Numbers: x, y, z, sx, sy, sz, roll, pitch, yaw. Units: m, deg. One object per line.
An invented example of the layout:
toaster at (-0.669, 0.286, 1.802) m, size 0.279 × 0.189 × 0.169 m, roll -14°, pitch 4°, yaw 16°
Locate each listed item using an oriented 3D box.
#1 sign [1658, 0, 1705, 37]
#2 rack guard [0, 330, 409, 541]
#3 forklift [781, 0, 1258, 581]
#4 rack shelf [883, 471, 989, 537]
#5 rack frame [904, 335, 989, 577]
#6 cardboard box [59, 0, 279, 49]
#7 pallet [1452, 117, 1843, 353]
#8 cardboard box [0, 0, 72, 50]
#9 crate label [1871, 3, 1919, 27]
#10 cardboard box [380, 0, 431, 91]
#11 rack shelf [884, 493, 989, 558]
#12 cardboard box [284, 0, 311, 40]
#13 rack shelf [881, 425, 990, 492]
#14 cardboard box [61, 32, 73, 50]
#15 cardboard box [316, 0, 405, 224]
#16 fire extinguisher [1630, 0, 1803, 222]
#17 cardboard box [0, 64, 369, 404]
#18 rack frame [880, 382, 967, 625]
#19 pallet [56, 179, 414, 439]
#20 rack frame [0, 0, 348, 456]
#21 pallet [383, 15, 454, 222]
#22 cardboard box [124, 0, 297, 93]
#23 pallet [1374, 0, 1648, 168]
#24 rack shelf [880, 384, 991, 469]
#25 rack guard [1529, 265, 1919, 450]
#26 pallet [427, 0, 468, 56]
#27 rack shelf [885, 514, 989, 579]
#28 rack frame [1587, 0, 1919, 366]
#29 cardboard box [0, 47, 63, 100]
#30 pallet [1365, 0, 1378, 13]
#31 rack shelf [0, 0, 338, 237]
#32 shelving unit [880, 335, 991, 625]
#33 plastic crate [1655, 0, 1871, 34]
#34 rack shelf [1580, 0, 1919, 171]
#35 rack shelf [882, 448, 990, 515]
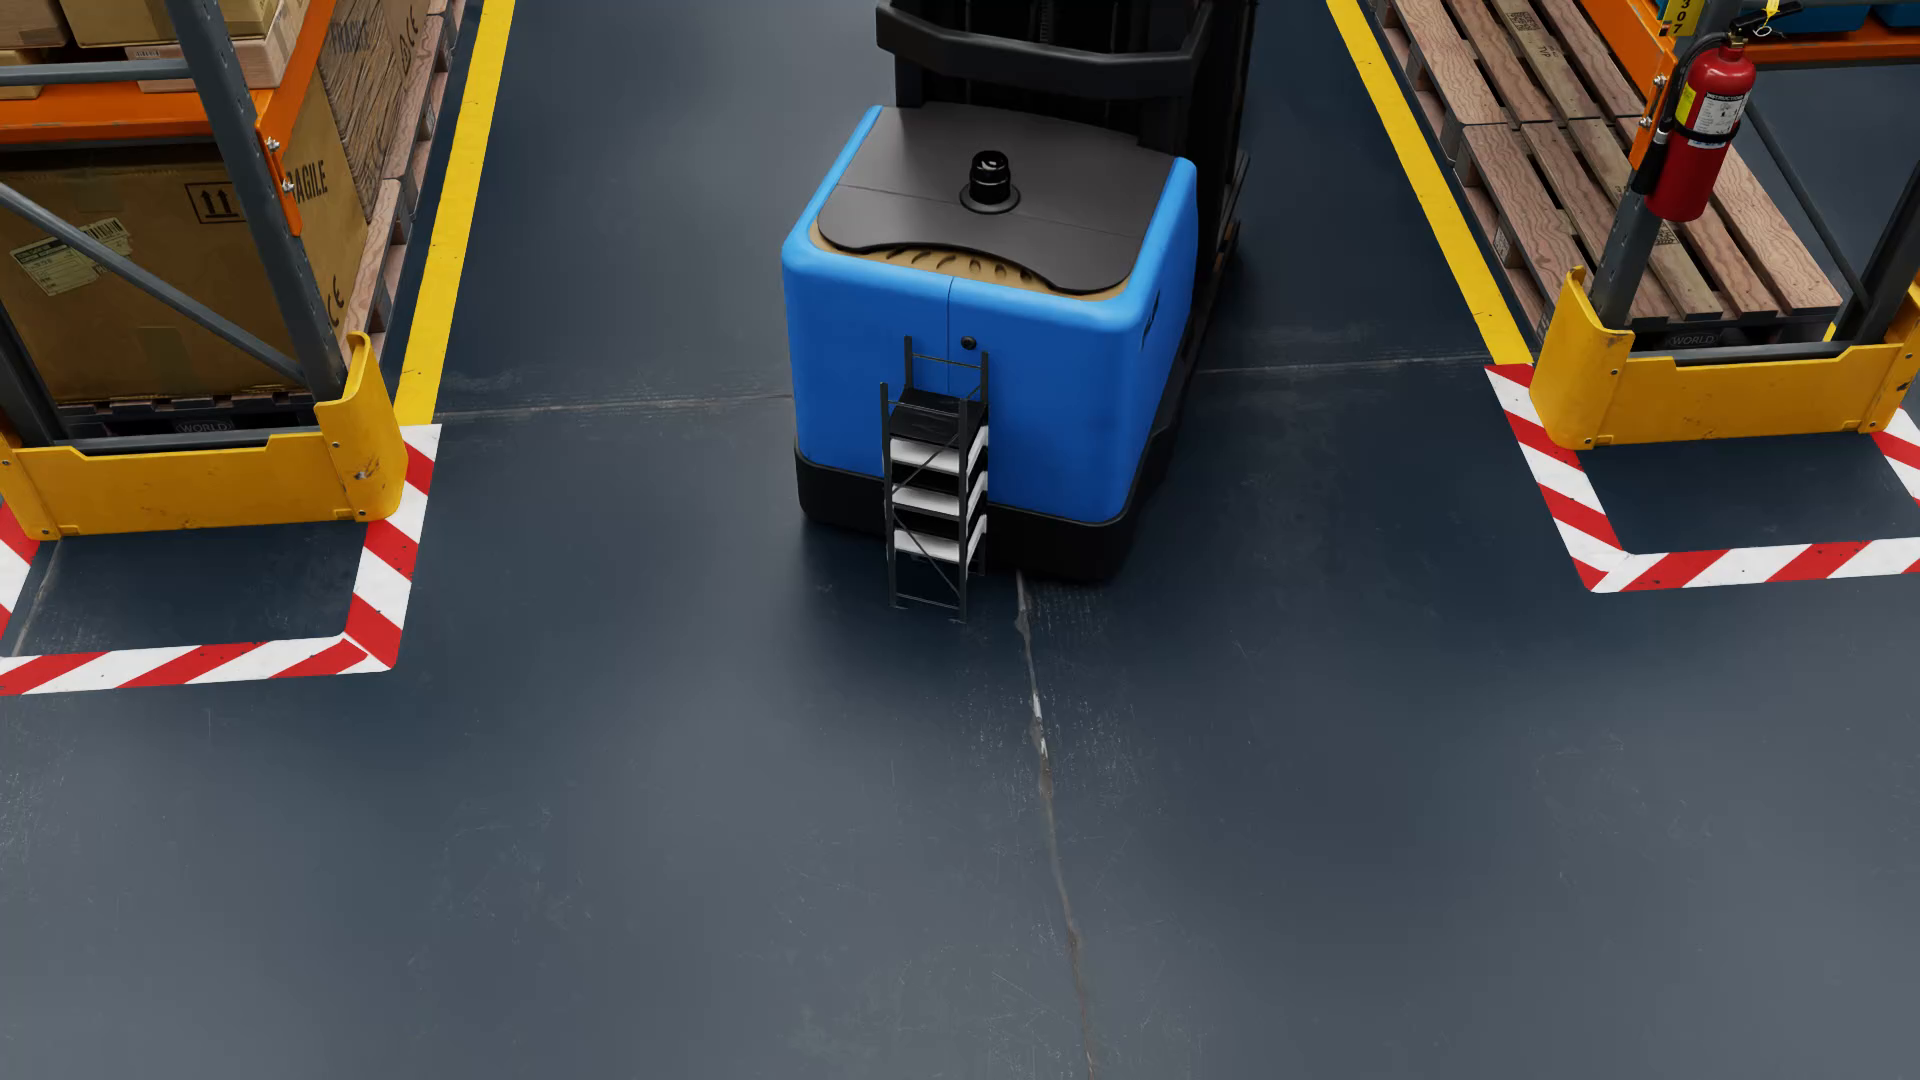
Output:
sign at (1.988, -1.514, 4.506) m, size 0.100 × 0.325 × 0.005 m, roll -3°, pitch 47°, yaw -3°
rack guard at (-2.398, -0.325, 5.214) m, size 1.175 × 0.500 × 0.348 m, roll -3°, pitch 47°, yaw -3°
forklift at (0.412, -1.977, 5.104) m, size 1.130 × 2.935 × 3.031 m, roll 13°, pitch 48°, yaw 12°
rack shelf at (-0.067, -0.130, 4.799) m, size 0.258 × 0.077 × 0.200 m, roll 13°, pitch 48°, yaw 12°
rack frame at (-0.037, -0.223, 4.842) m, size 0.240 × 0.900 × 0.006 m, roll 13°, pitch 48°, yaw 12°
cardboard box at (-2.172, -1.616, 4.613) m, size 0.500 × 0.250 × 0.500 m, roll -5°, pitch 47°, yaw -4°
pallet at (2.505, -1.143, 6.187) m, size 1.003 × 0.211 × 1.213 m, roll -3°, pitch 47°, yaw -3°
cardboard box at (-2.705, -1.587, 4.586) m, size 0.500 × 0.250 × 0.500 m, roll -4°, pitch 47°, yaw -4°
crate label at (2.843, -1.665, 4.835) m, size 0.416 × 0.233 × 0.303 m, roll -3°, pitch 47°, yaw -3°
cardboard box at (-2.684, -2.376, 6.609) m, size 0.875 × 0.875 × 0.875 m, roll -3°, pitch 47°, yaw -3°
rack shelf at (-0.067, -0.068, 4.864) m, size 0.258 × 0.077 × 0.200 m, roll 13°, pitch 48°, yaw 12°
cardboard box at (-2.124, -1.578, 4.852) m, size 0.380 × 0.149 × 0.250 m, roll -4°, pitch 47°, yaw -4°
rack shelf at (-0.067, -0.254, 4.668) m, size 0.258 × 0.077 × 0.200 m, roll 13°, pitch 48°, yaw 12°
cardboard box at (-2.782, -1.541, 4.817) m, size 0.380 × 0.149 × 0.250 m, roll -3°, pitch 47°, yaw -3°
cardboard box at (-2.610, -1.732, 5.999) m, size 0.875 × 0.875 × 0.875 m, roll -3°, pitch 47°, yaw -3°
fire extinguisher at (2.095, -1.211, 4.642) m, size 0.296 × 0.674 × 0.183 m, roll -3°, pitch 47°, yaw -3°
cardboard box at (-2.534, -1.074, 5.375) m, size 0.875 × 0.875 × 0.875 m, roll -3°, pitch 47°, yaw -3°
rack frame at (-0.097, -0.082, 4.708) m, size 0.240 × 0.900 × 0.006 m, roll 13°, pitch 48°, yaw 12°
pallet at (-2.545, -0.817, 5.878) m, size 1.003 × 0.211 × 1.213 m, roll -3°, pitch 47°, yaw -3°
rack frame at (-2.400, -1.202, 4.322) m, size 1.000 × 3.000 × 0.127 m, roll -3°, pitch 47°, yaw -3°
pallet at (-2.644, -1.698, 6.712) m, size 1.003 × 0.211 × 1.213 m, roll -3°, pitch 47°, yaw -3°
cardboard box at (-2.101, -1.393, 4.676) m, size 0.380 × 0.149 × 0.250 m, roll -3°, pitch 47°, yaw -3°
pallet at (2.406, -2.024, 7.021) m, size 1.003 × 0.211 × 1.213 m, roll -3°, pitch 47°, yaw -3°
rack shelf at (-0.067, -0.315, 4.603) m, size 0.258 × 0.077 × 0.200 m, roll 13°, pitch 48°, yaw 12°
rack guard at (2.550, -0.627, 5.499) m, size 1.175 × 0.500 × 0.348 m, roll -3°, pitch 47°, yaw -3°
pallet at (-2.750, -2.582, 7.550) m, size 1.003 × 0.211 × 1.213 m, roll -3°, pitch 47°, yaw -3°
rack shelf at (-0.067, -0.006, 4.930) m, size 0.258 × 0.077 × 0.200 m, roll 13°, pitch 48°, yaw 12°
rack frame at (2.535, -1.503, 4.608) m, size 1.000 × 3.000 × 0.127 m, roll -3°, pitch 47°, yaw -3°
cardboard box at (-2.758, -1.353, 4.639) m, size 0.380 × 0.149 × 0.250 m, roll -3°, pitch 47°, yaw -3°
pallet at (2.301, -2.909, 7.859) m, size 1.003 × 0.211 × 1.213 m, roll -3°, pitch 47°, yaw -3°
rack shelf at (-2.568, -2.402, 5.954) m, size 1.077 × 0.370 × 4.000 m, roll -3°, pitch 47°, yaw -3°
shelving unit at (-0.067, -0.153, 4.775) m, size 0.258 × 0.900 × 0.210 m, roll 13°, pitch 48°, yaw 12°
plastic crate at (2.321, -1.767, 4.792) m, size 0.616 × 0.435 × 0.499 m, roll -3°, pitch 47°, yaw -3°
rack shelf at (2.368, -2.703, 6.239) m, size 1.077 × 0.370 × 4.000 m, roll -3°, pitch 47°, yaw -3°
rack shelf at (-0.067, -0.192, 4.734) m, size 0.258 × 0.077 × 0.200 m, roll 13°, pitch 48°, yaw 12°
